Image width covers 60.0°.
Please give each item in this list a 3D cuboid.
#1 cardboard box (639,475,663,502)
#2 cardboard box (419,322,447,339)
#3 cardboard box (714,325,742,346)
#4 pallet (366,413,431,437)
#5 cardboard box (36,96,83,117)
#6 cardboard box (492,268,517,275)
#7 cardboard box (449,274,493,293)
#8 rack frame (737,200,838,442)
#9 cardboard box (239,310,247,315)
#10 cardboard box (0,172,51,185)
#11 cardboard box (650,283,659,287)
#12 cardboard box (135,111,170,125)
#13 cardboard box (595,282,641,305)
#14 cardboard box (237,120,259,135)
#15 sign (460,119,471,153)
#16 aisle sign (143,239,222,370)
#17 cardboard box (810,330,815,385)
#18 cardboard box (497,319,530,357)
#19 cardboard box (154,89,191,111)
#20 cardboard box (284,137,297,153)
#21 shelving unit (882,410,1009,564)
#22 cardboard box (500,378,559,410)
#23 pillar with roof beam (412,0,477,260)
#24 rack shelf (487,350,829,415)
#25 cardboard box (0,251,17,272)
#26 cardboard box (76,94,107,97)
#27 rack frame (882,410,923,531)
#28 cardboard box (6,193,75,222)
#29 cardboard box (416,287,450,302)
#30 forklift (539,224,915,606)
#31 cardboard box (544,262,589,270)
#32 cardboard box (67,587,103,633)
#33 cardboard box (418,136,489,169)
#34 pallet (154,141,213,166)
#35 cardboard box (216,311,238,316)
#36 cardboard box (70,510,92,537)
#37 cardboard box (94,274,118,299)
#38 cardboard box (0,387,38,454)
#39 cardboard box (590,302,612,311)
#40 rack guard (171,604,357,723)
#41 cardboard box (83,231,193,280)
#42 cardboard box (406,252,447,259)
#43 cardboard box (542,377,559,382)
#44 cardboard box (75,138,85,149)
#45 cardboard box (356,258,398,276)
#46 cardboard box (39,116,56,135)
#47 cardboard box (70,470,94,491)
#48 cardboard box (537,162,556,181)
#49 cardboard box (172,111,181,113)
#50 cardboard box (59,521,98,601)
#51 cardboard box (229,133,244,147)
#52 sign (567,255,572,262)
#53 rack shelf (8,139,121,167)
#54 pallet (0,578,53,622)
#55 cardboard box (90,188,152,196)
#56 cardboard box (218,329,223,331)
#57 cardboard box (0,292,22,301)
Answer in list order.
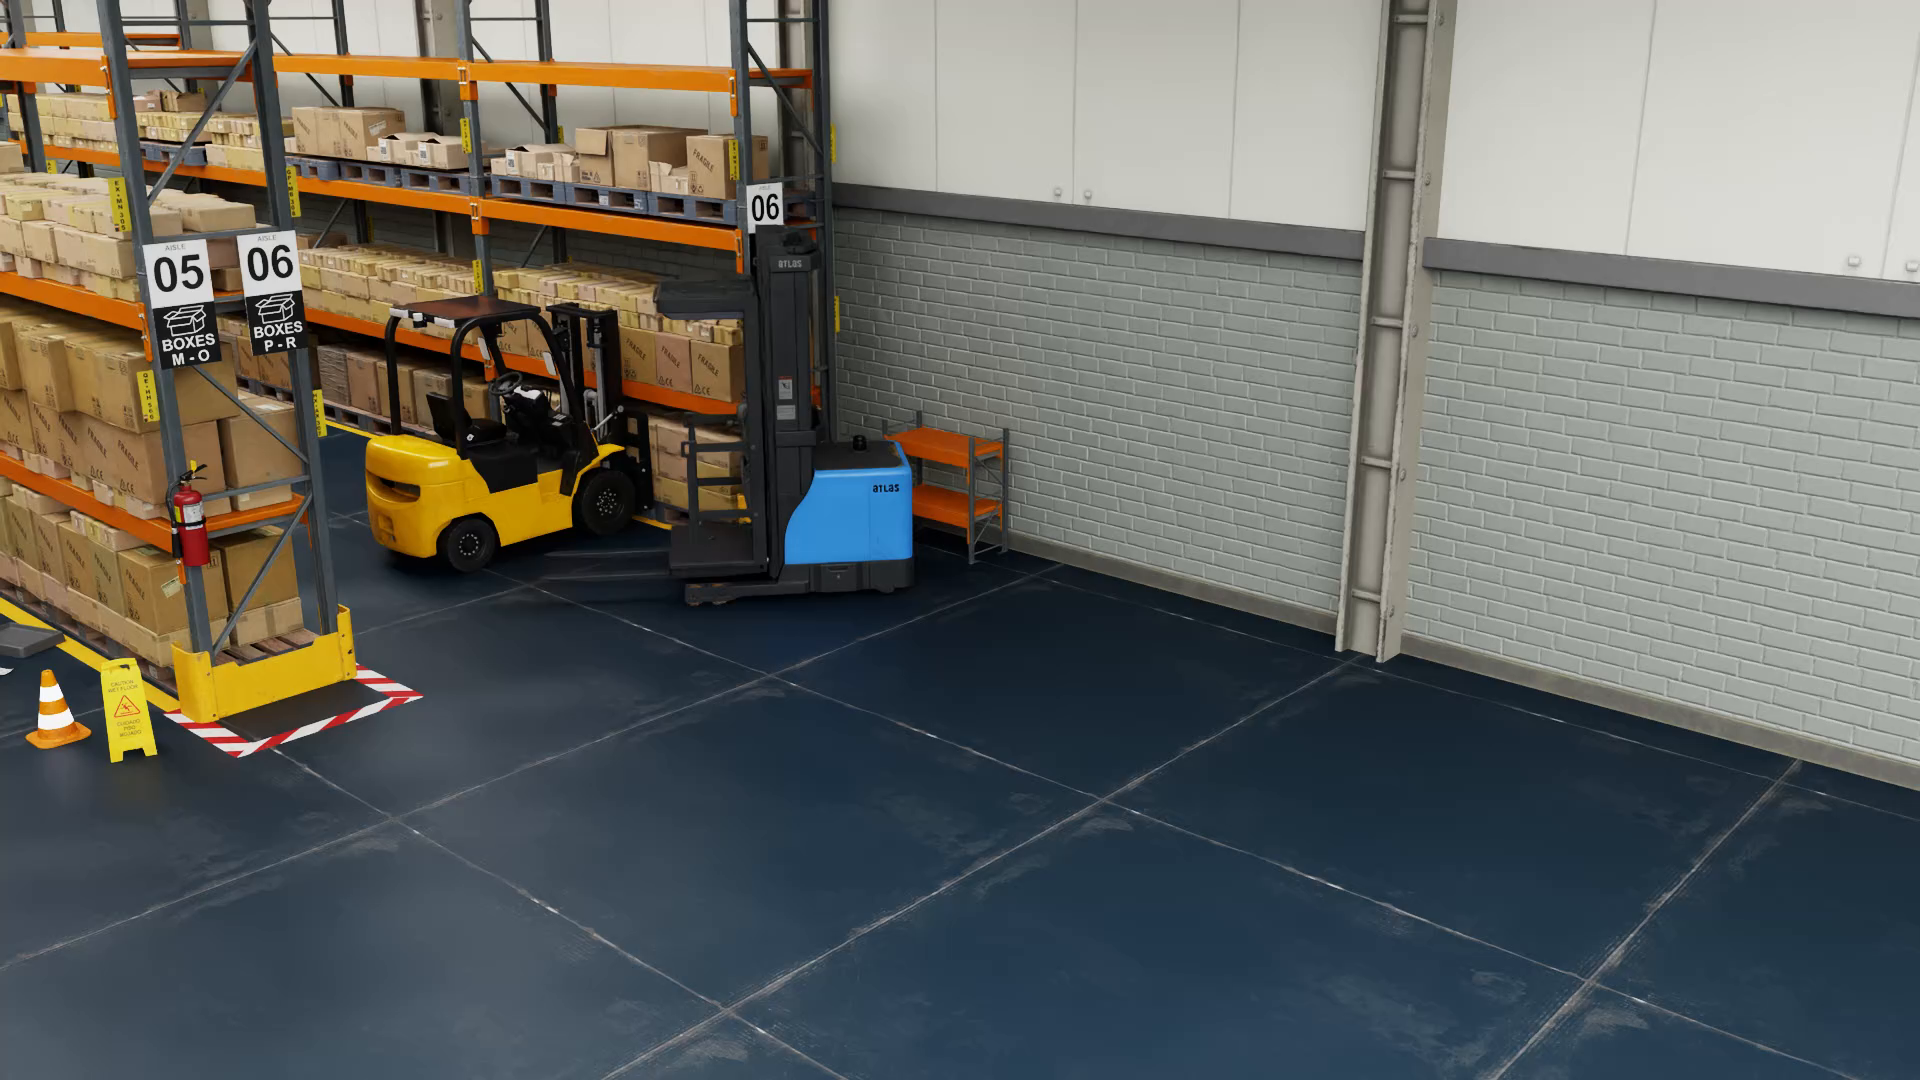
[{"bbox_3d":[-2.795,-0.576,15.820,0.500,0.250,0.500,15,23,40],"label":"cardboard box"},{"bbox_3d":[-5.422,-2.333,17.751,0.500,0.250,0.500,15,23,39],"label":"cardboard box"},{"bbox_3d":[-1.945,-1.822,14.658,0.250,0.149,0.380,15,23,40],"label":"cardboard box"},{"bbox_3d":[-5.985,-1.317,18.914,1.213,0.211,1.003,15,23,39],"label":"pallet"},{"bbox_3d":[-12.549,-6.060,23.219,0.500,0.250,0.500,15,23,38],"label":"cardboard box"},{"bbox_3d":[-4.778,-2.804,17.751,0.250,0.149,0.380,14,22,37],"label":"cardboard box"},{"bbox_3d":[-5.099,-2.685,17.377,0.250,0.149,0.380,15,23,38],"label":"cardboard box"},{"bbox_3d":[-1.500,-1.459,14.751,0.127,3.000,1.000,15,23,39],"label":"rack frame"},{"bbox_3d":[-9.241,-2.967,21.866,0.250,0.149,0.380,16,24,41],"label":"cardboard box"},{"bbox_3d":[-7.402,-2.815,13.160,0.250,0.149,0.380,16,23,40],"label":"cardboard box"},{"bbox_3d":[-2.747,-2.391,15.957,0.250,0.149,0.380,15,23,40],"label":"cardboard box"},{"bbox_3d":[-10.296,-5.372,21.184,0.250,0.149,0.380,16,23,40],"label":"cardboard box"},{"bbox_3d":[-3.236,-2.343,15.807,0.250,0.149,0.380,15,23,39],"label":"cardboard box"},{"bbox_3d":[-8.296,-4.876,19.657,0.250,0.149,0.380,14,22,37],"label":"cardboard box"},{"bbox_3d":[-4.844,-3.964,16.309,0.005,0.325,0.100,15,23,39],"label":"sign"},{"bbox_3d":[-4.938,-1.497,10.571,0.004,0.787,0.394,15,23,39],"label":"aisle sign"},{"bbox_3d":[-1.686,-1.669,15.247,0.500,0.500,0.500,16,24,41],"label":"cardboard box"},{"bbox_3d":[-4.333,-2.162,16.800,0.500,0.500,0.500,14,22,38],"label":"cardboard box"},{"bbox_3d":[-10.201,-5.720,21.596,0.258,0.266,0.396,15,23,38],"label":"cardboard box"},{"bbox_3d":[-7.424,-4.493,18.878,0.250,0.166,0.380,15,23,39],"label":"cardboard box"},{"bbox_3d":[-0.135,-0.485,14.779,1.048,1.125,0.538,15,23,39],"label":"shelving unit"},{"bbox_3d":[-4.338,-1.460,16.953,0.500,0.250,0.500,15,23,38],"label":"cardboard box"},{"bbox_3d":[-8.767,-4.893,15.654,0.400,9.000,9.100,15,23,39],"label":"pillar with roof beam"},{"bbox_3d":[-2.996,-1.518,16.125,4.000,0.370,1.077,15,23,39],"label":"rack shelf"},{"bbox_3d":[-6.807,-2.052,12.075,0.250,0.149,0.380,14,23,38],"label":"cardboard box"},{"bbox_3d":[-12.168,-6.178,23.592,0.500,0.250,0.500,15,23,40],"label":"cardboard box"},{"bbox_3d":[-0.519,-0.585,15.096,0.032,1.125,0.500,15,23,39],"label":"rack frame"},{"bbox_3d":[-6.410,-2.327,11.624,0.250,0.149,0.380,16,23,41],"label":"cardboard box"},{"bbox_3d":[-5.418,-2.572,17.678,0.500,0.250,0.500,14,23,38],"label":"cardboard box"},{"bbox_3d":[-1.935,-1.037,13.533,3.031,2.935,1.130,-2,18,-8],"label":"forklift"},{"bbox_3d":[-4.052,-2.765,17.137,0.250,0.149,0.380,15,23,39],"label":"cardboard box"},{"bbox_3d":[-6.352,0.464,12.543,0.500,0.250,0.500,14,22,37],"label":"cardboard box"},{"bbox_3d":[-5.195,-3.988,17.047,0.500,0.311,0.500,14,22,38],"label":"cardboard box"},{"bbox_3d":[-9.256,-4.855,20.801,1.003,0.211,1.213,15,23,39],"label":"pallet"},{"bbox_3d":[-9.549,-2.857,21.520,0.250,0.149,0.380,15,23,39],"label":"cardboard box"},{"bbox_3d":[-6.265,-0.157,12.186,0.250,0.149,0.380,16,24,42],"label":"cardboard box"},{"bbox_3d":[-5.452,-1.696,10.955,0.250,0.149,0.380,15,23,40],"label":"cardboard box"},{"bbox_3d":[-6.882,-0.977,12.576,0.500,0.500,0.500,15,23,39],"label":"cardboard box"},{"bbox_3d":[-3.284,-2.181,15.787,0.250,0.149,0.380,14,23,38],"label":"cardboard box"},{"bbox_3d":[-4.849,0.841,11.636,0.348,0.500,1.175,15,23,39],"label":"rack guard"},{"bbox_3d":[-5.353,-1.877,10.866,0.500,0.250,0.500,15,23,39],"label":"cardboard box"},{"bbox_3d":[-6.067,-3.175,18.920,0.250,0.149,0.380,15,23,38],"label":"cardboard box"},{"bbox_3d":[-3.995,-1.574,17.310,0.500,0.250,0.500,16,23,40],"label":"cardboard box"},{"bbox_3d":[-11.870,-5.450,22.781,0.250,0.149,0.380,15,23,40],"label":"cardboard box"},{"bbox_3d":[-6.468,-3.035,18.479,0.250,0.149,0.380,16,23,40],"label":"cardboard box"},{"bbox_3d":[-12.548,-5.818,23.283,0.500,0.250,0.500,14,22,38],"label":"cardboard box"},{"bbox_3d":[-6.217,-0.483,12.092,0.250,0.149,0.380,15,23,39],"label":"cardboard box"},{"bbox_3d":[-3.783,-3.507,15.801,0.250,0.149,0.380,16,24,41],"label":"cardboard box"},{"bbox_3d":[-9.966,-5.488,21.551,0.250,0.149,0.380,15,23,40],"label":"cardboard box"},{"bbox_3d":[-6.329,0.109,12.422,0.500,0.500,0.500,14,23,38],"label":"cardboard box"},{"bbox_3d":[-8.484,-4.786,19.862,0.250,0.149,0.380,15,23,39],"label":"cardboard box"},{"bbox_3d":[-4.124,-2.839,17.536,0.005,0.325,0.100,15,23,39],"label":"sign"},{"bbox_3d":[-11.971,-5.357,23.264,4.000,0.370,1.077,15,23,39],"label":"rack shelf"},{"bbox_3d":[-7.258,0.317,13.763,1.213,0.211,1.003,15,23,39],"label":"pallet"},{"bbox_3d":[-6.039,-2.456,12.029,0.250,0.149,0.380,16,23,40],"label":"cardboard box"},{"bbox_3d":[-9.487,-2.524,21.543,0.500,0.500,0.500,14,22,38],"label":"cardboard box"},{"bbox_3d":[-7.598,-1.667,13.097,0.500,0.500,0.700,15,23,39],"label":"cardboard box"}]
